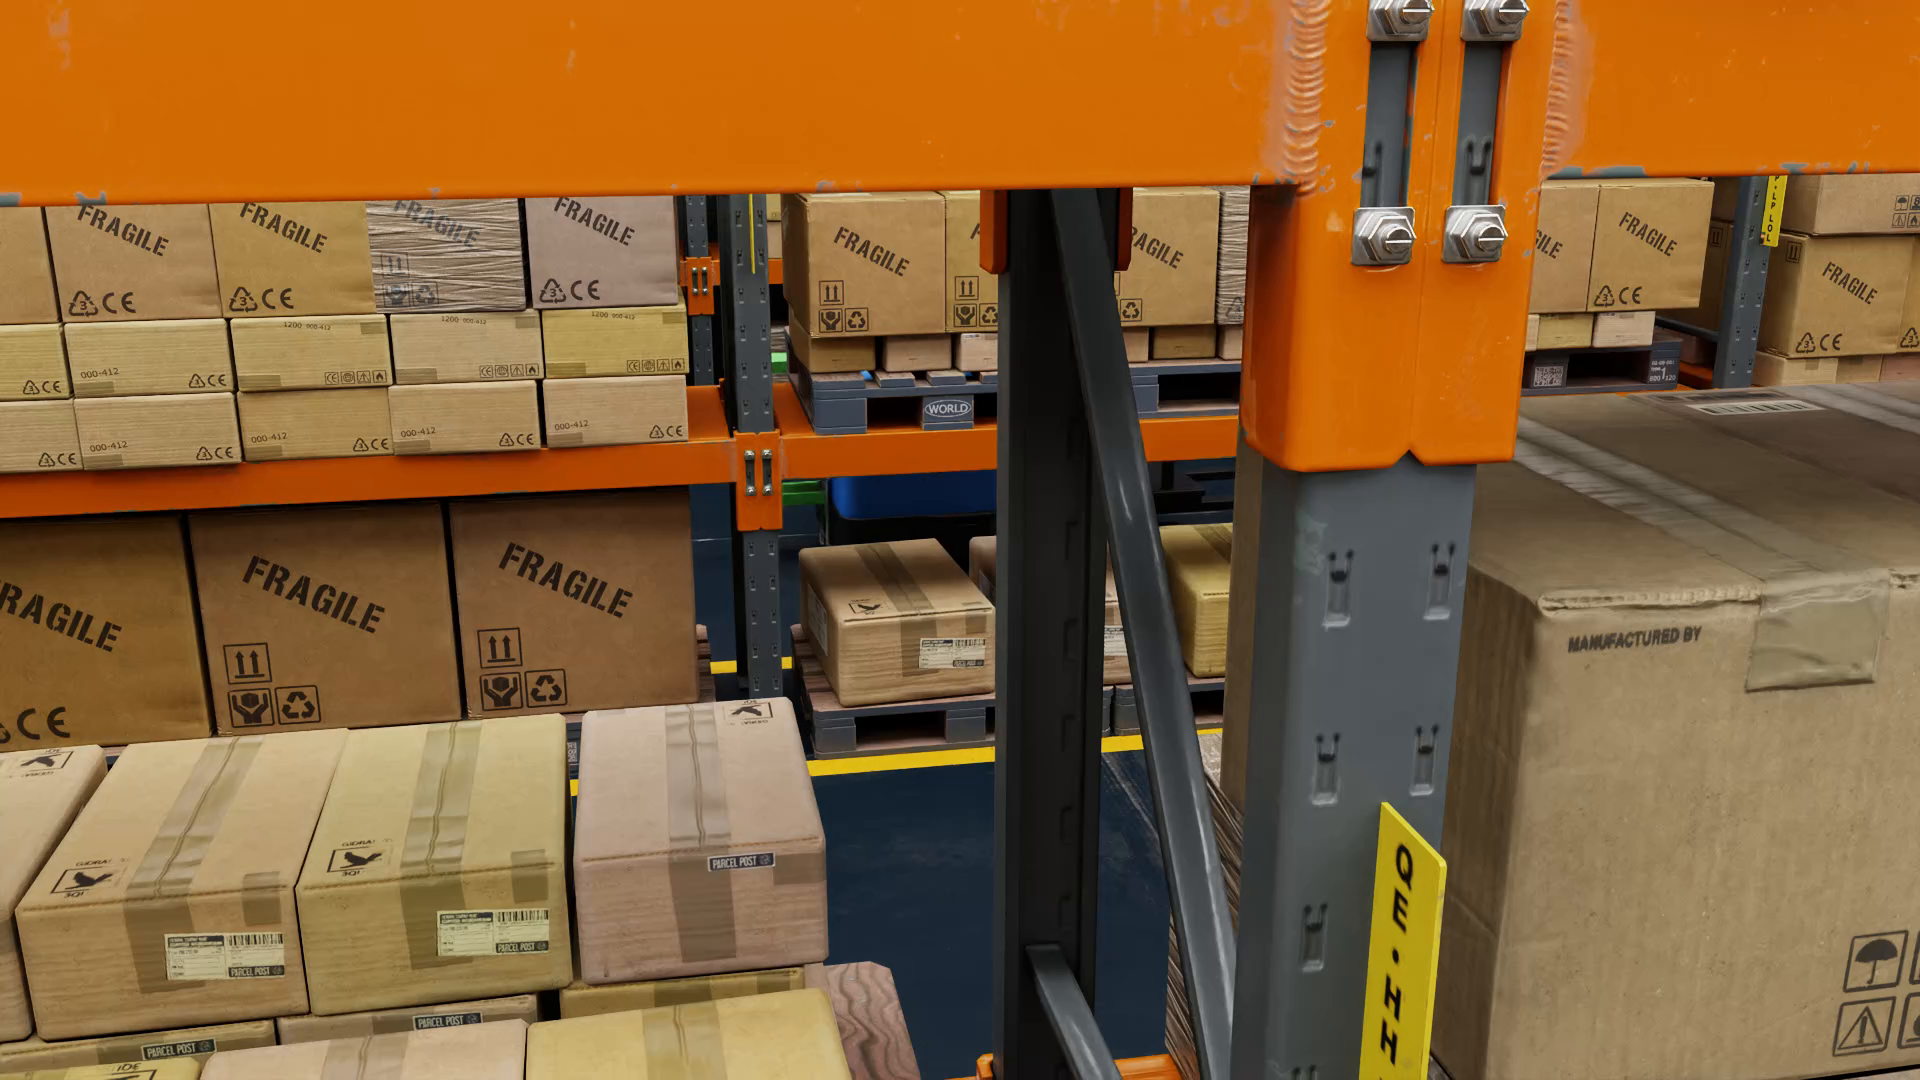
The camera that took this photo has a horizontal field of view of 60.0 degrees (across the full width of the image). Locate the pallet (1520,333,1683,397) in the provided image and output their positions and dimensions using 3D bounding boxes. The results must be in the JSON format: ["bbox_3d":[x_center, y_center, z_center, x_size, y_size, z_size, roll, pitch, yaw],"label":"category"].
[{"bbox_3d":[2.312,-0.835,7.249,1.213,0.211,1.003,-3,17,-10],"label":"pallet"}]

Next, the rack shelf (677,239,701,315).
[{"bbox_3d":[-3.746,-1.680,10.899,4.000,0.370,1.077,-3,17,-10],"label":"rack shelf"}]

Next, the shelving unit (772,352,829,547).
[{"bbox_3d":[-0.980,-0.506,8.914,0.503,1.200,0.258,-4,18,-13],"label":"shelving unit"}]

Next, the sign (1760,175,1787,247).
[{"bbox_3d":[3.199,-1.321,6.533,0.005,0.325,0.100,-3,17,-10],"label":"sign"}]

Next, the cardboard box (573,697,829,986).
[{"bbox_3d":[-0.294,0.322,1.855,0.250,0.149,0.380,-3,17,-10],"label":"cardboard box"}]

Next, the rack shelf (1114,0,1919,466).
[{"bbox_3d":[2.165,-0.485,1.898,4.000,0.370,1.077,-3,17,-10],"label":"rack shelf"}]

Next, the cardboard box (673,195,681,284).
[{"bbox_3d":[-1.368,-1.274,6.476,0.500,0.500,0.500,-4,17,-12],"label":"cardboard box"}]

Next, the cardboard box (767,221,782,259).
[{"bbox_3d":[-1.300,-2.018,11.029,0.500,0.250,0.500,-3,17,-10],"label":"cardboard box"}]

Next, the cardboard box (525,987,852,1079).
[{"bbox_3d":[-0.193,0.511,1.239,0.250,0.149,0.380,-4,18,-13],"label":"cardboard box"}]

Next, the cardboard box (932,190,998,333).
[{"bbox_3d":[0.159,-1.085,6.343,0.500,0.500,0.500,-2,17,-8],"label":"cardboard box"}]

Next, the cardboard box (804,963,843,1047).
[{"bbox_3d":[-0.276,0.603,1.954,0.250,0.149,0.380,-3,17,-11],"label":"cardboard box"}]

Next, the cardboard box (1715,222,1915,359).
[{"bbox_3d":[3.575,-1.062,6.983,0.500,0.500,0.500,-3,17,-11],"label":"cardboard box"}]

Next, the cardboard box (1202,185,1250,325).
[{"bbox_3d":[1.172,-1.142,6.529,0.500,0.500,0.500,-4,18,-13],"label":"cardboard box"}]

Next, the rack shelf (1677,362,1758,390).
[{"bbox_3d":[5.054,-0.695,7.691,4.000,0.370,1.077,-3,17,-10],"label":"rack shelf"}]

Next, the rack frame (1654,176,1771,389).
[{"bbox_3d":[3.090,-0.928,7.223,0.127,3.000,1.000,-3,17,-10],"label":"rack frame"}]

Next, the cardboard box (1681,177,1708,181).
[{"bbox_3d":[5.128,-2.500,12.171,0.500,0.500,0.500,-3,17,-9],"label":"cardboard box"}]

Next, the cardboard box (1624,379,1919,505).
[{"bbox_3d":[1.140,0.140,1.874,0.500,0.500,0.700,-3,17,-11],"label":"cardboard box"}]

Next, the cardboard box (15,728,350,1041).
[{"bbox_3d":[-0.794,0.350,1.764,0.250,0.149,0.380,-3,17,-11],"label":"cardboard box"}]

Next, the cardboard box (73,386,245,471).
[{"bbox_3d":[-2.776,-0.437,5.882,0.500,0.250,0.500,-4,17,-11],"label":"cardboard box"}]

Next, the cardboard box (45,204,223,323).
[{"bbox_3d":[-2.784,-1.044,5.727,0.500,0.500,0.500,-4,17,-11],"label":"cardboard box"}]

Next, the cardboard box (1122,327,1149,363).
[{"bbox_3d":[0.575,-0.803,6.531,0.250,0.149,0.380,-2,17,-7],"label":"cardboard box"}]

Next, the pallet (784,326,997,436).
[{"bbox_3d":[-0.158,-0.684,6.755,1.003,0.211,1.213,-3,17,-10],"label":"pallet"}]

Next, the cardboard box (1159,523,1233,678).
[{"bbox_3d":[1.188,0.238,7.188,0.625,0.372,0.950,-3,17,-9],"label":"cardboard box"}]

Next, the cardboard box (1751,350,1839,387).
[{"bbox_3d":[3.460,-0.733,7.016,0.250,0.149,0.380,-3,17,-11],"label":"cardboard box"}]

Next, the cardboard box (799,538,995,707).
[{"bbox_3d":[-0.280,0.322,6.915,0.625,0.372,0.950,-4,18,-14],"label":"cardboard box"}]

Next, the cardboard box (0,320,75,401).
[{"bbox_3d":[-3.272,-0.650,5.723,0.500,0.250,0.500,-3,17,-10],"label":"cardboard box"}]

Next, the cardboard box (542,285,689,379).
[{"bbox_3d":[-1.264,-0.772,6.120,0.500,0.250,0.500,-3,17,-11],"label":"cardboard box"}]

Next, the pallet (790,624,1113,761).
[{"bbox_3d":[-0.069,0.585,7.047,1.213,0.211,1.003,-3,17,-10],"label":"pallet"}]

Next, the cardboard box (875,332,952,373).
[{"bbox_3d":[-0.199,-0.756,6.377,0.250,0.149,0.380,-4,18,-14],"label":"cardboard box"}]

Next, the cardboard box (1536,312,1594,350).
[{"bbox_3d":[2.375,-0.890,6.815,0.250,0.149,0.380,-4,17,-12],"label":"cardboard box"}]

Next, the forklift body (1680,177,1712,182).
[{"bbox_3d":[4.557,-1.544,10.675,1.214,2.155,2.313,-3,17,-10],"label":"forklift body"}]

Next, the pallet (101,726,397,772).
[{"bbox_3d":[-2.821,0.717,6.617,1.213,0.211,1.003,-3,17,-10],"label":"pallet"}]

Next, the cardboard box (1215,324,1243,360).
[{"bbox_3d":[1.113,-0.826,6.605,0.250,0.149,0.380,-3,17,-9],"label":"cardboard box"}]

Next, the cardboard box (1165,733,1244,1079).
[{"bbox_3d":[0.593,0.566,2.189,0.500,0.500,0.500,-3,17,-10],"label":"cardboard box"}]

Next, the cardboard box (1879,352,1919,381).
[{"bbox_3d":[3.954,-0.785,7.187,0.250,0.149,0.380,-3,17,-11],"label":"cardboard box"}]

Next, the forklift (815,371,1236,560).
[{"bbox_3d":[0.746,-1.453,9.051,3.031,2.935,1.130,-4,18,-13],"label":"forklift"}]

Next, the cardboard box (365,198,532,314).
[{"bbox_3d":[-1.797,-1.095,5.896,0.500,0.500,0.500,-3,17,-9],"label":"cardboard box"}]

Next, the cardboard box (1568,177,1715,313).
[{"bbox_3d":[2.680,-1.226,6.804,0.500,0.500,0.500,-4,17,-11],"label":"cardboard box"}]

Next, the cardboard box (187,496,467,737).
[{"bbox_3d":[-2.407,0.173,6.543,0.875,0.875,0.875,-3,17,-10],"label":"cardboard box"}]

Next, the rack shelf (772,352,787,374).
[{"bbox_3d":[-0.980,-0.903,8.792,0.480,0.148,0.258,-4,18,-13],"label":"rack shelf"}]

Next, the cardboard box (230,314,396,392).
[{"bbox_3d":[-2.266,-0.708,5.912,0.500,0.250,0.500,-4,17,-12],"label":"cardboard box"}]

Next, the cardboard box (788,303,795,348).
[{"bbox_3d":[-0.560,-0.872,6.753,0.250,0.149,0.380,-3,17,-8],"label":"cardboard box"}]

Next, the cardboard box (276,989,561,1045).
[{"bbox_3d":[-0.577,0.478,1.851,0.250,0.149,0.380,-2,17,-8],"label":"cardboard box"}]

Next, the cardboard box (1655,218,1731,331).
[{"bbox_3d":[3.479,-1.214,7.479,0.500,0.500,0.500,-4,17,-12],"label":"cardboard box"}]

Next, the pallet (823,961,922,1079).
[{"bbox_3d":[-0.478,0.879,1.669,1.003,0.211,1.213,-3,17,-10],"label":"pallet"}]

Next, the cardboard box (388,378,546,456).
[{"bbox_3d":[-1.783,-0.497,6.077,0.500,0.250,0.500,-3,17,-9],"label":"cardboard box"}]

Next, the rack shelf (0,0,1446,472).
[{"bbox_3d":[-1.762,-0.262,1.173,4.000,0.370,1.077,-3,17,-10],"label":"rack shelf"}]

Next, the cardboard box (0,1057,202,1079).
[{"bbox_3d":[-0.697,0.539,1.148,0.250,0.149,0.380,-3,17,-9],"label":"cardboard box"}]

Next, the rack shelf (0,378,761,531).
[{"bbox_3d":[-2.801,-0.250,6.241,4.000,0.370,1.077,-3,17,-10],"label":"rack shelf"}]
